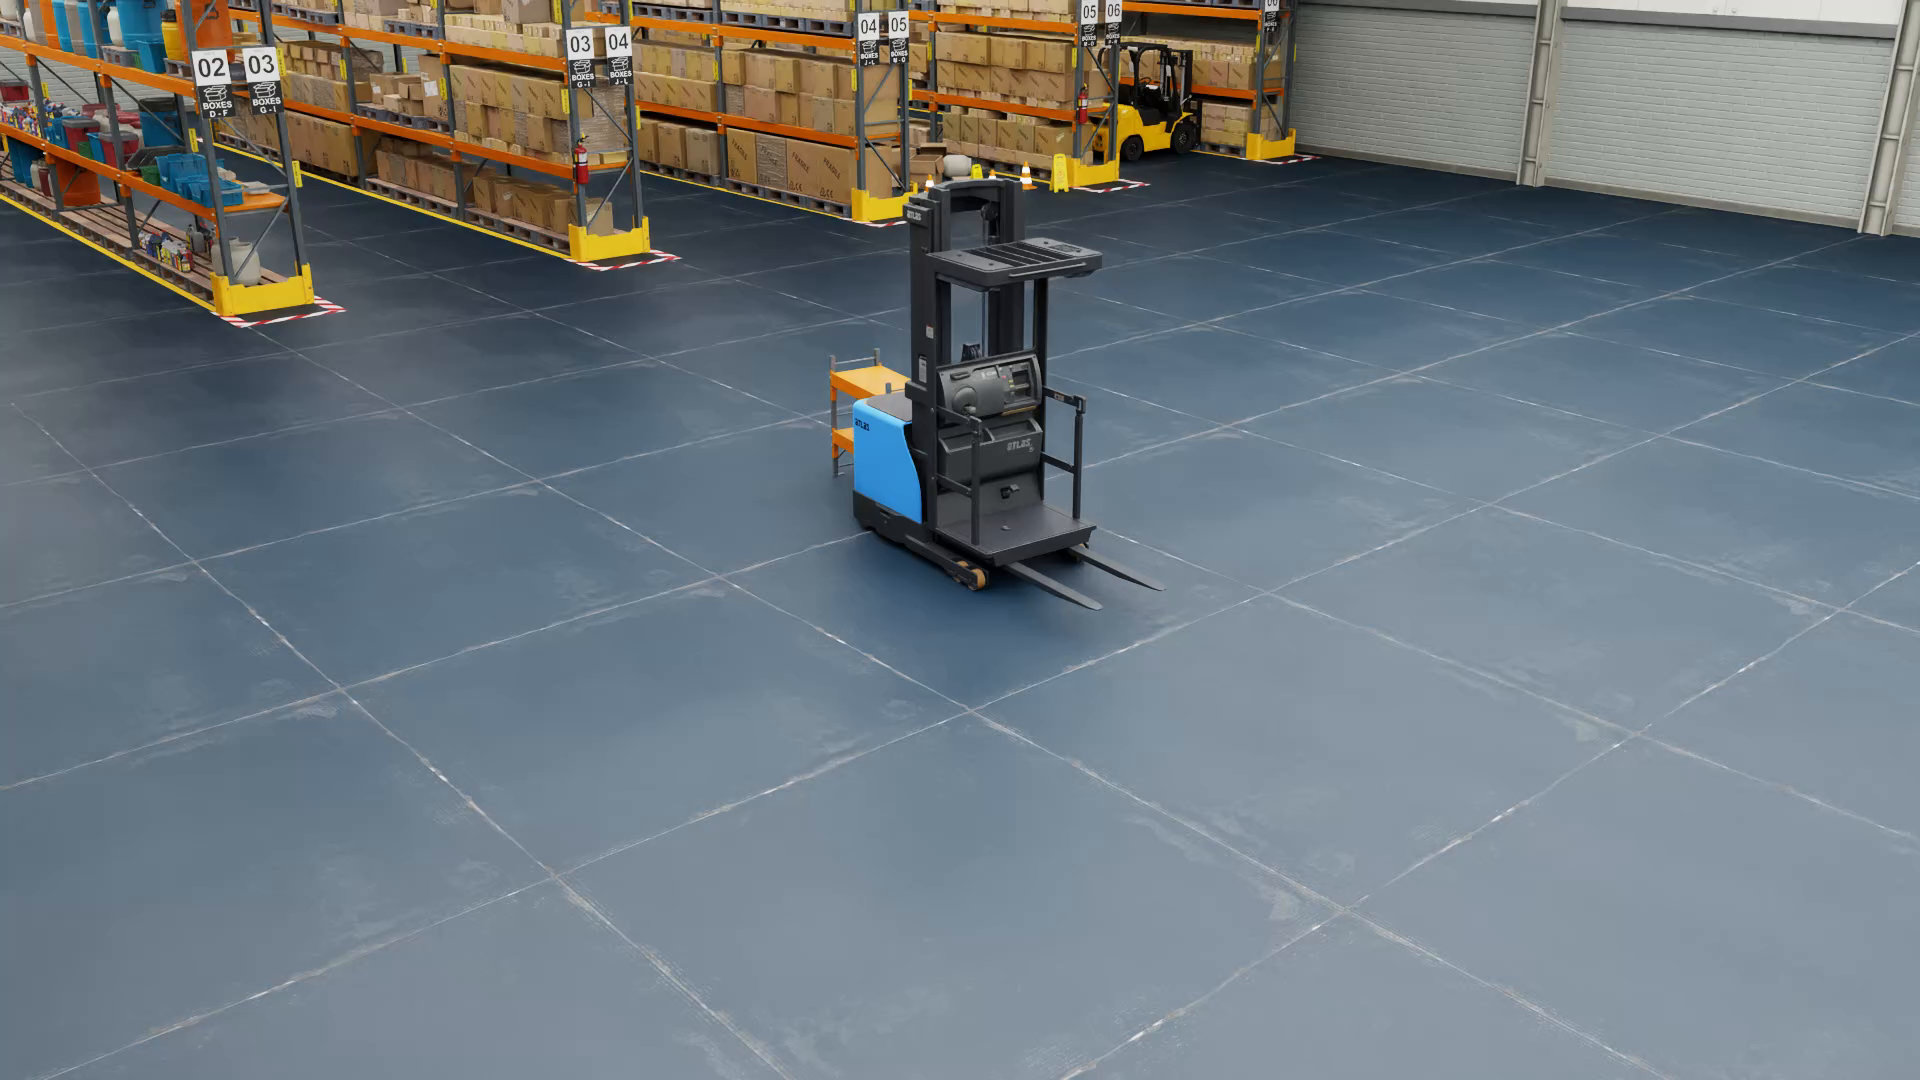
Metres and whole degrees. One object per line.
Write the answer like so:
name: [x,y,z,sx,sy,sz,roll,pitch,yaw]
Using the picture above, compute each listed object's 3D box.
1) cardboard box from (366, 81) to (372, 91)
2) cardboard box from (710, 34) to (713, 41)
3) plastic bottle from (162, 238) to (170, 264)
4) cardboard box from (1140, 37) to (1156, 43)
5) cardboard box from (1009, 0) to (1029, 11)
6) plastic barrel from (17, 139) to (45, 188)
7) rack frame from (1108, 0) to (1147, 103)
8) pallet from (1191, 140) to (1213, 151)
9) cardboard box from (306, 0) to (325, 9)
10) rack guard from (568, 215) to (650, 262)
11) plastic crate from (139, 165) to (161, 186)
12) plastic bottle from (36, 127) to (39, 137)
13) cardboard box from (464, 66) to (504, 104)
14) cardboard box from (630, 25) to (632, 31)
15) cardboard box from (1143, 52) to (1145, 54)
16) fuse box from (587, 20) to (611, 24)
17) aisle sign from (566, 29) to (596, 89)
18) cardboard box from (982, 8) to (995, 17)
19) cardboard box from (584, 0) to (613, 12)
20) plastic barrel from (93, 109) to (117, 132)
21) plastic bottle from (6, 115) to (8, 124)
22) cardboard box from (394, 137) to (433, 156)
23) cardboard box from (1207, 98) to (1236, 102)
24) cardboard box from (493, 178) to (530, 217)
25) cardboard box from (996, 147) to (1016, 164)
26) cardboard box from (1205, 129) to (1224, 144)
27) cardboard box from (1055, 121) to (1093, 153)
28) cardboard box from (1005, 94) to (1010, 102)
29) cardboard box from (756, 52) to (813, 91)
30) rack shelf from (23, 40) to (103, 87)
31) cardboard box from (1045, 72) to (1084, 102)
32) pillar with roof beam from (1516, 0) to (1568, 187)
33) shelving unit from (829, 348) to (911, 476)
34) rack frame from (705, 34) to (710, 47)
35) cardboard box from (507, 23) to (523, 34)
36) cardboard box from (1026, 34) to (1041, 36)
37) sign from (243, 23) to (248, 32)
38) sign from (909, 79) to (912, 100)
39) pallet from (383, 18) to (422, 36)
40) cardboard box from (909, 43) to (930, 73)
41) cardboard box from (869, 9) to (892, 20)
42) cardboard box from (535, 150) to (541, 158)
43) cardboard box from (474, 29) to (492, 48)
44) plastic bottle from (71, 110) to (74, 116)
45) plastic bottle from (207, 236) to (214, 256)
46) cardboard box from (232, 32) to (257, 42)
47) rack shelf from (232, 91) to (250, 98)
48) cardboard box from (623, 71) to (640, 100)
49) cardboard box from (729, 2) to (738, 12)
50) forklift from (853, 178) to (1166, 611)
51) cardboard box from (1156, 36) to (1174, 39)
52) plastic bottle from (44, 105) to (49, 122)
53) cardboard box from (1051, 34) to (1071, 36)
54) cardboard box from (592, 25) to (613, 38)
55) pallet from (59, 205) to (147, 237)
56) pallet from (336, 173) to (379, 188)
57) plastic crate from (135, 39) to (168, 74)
cardboard box: [-10.398,-8.008,29.905,0.500,0.500,0.500,-16,27,-36]
cardboard box: [-5.321,-11.548,37.574,0.500,0.500,0.500,-17,27,-37]
plastic bottle: [-10.815,-3.958,22.731,0.144,0.351,0.185,-18,27,-38]
cardboard box: [3.985,-10.408,34.736,0.380,0.149,0.250,-18,28,-38]
cardboard box: [1.235,-9.735,30.137,0.500,0.250,0.500,-17,27,-36]
plastic barrel: [-15.846,-6.557,28.638,0.600,0.901,0.708,-17,27,-37]
rack frame: [3.589,-10.199,35.636,1.000,3.000,0.127,-17,27,-37]
pallet: [4.877,-8.333,34.697,1.003,0.211,1.213,-17,27,-37]
cardboard box: [-11.370,-9.770,29.715,0.500,0.500,0.500,-16,26,-35]
rack guard: [-5.115,-4.409,24.281,1.175,0.500,0.348,-17,27,-37]
plastic crate: [-10.756,-4.937,22.492,0.450,0.188,0.662,-17,27,-37]
plastic bottle: [-14.688,-6.537,26.559,0.097,0.201,0.097,0,21,0]
cardboard box: [-7.247,-6.985,25.514,0.500,0.500,0.500,-17,27,-37]
cardboard box: [-7.904,-12.643,40.369,0.500,0.500,0.500,-18,28,-39]
cardboard box: [3.960,-10.260,34.766,0.380,0.149,0.250,-18,27,-38]
fuse box: [-10.013,-13.744,46.453,0.539,1.711,0.414,-17,27,-37]
aisle sign: [-5.252,-6.674,23.071,0.394,0.787,0.004,-17,27,-37]
cardboard box: [0.624,-9.774,30.783,0.380,0.149,0.250,-18,28,-38]
cardboard box: [-7.029,-10.455,32.041,0.500,0.500,0.500,-17,27,-37]
plastic barrel: [-13.206,-6.402,25.788,0.421,0.512,0.421,0,21,0]
plastic bottle: [-15.977,-7.083,27.952,0.097,0.201,0.097,0,21,0]
cardboard box: [-9.473,-6.830,28.831,0.500,0.250,0.500,-14,25,-32]
cardboard box: [5.383,-8.930,34.220,0.500,0.250,0.500,-18,27,-38]
cardboard box: [-7.066,-5.412,26.266,0.500,0.500,0.500,-9,23,-21]
cardboard box: [1.033,-7.274,31.362,0.500,0.250,0.500,-19,28,-39]
cardboard box: [5.337,-8.203,33.735,0.500,0.250,0.500,-17,27,-37]
cardboard box: [2.110,-7.470,30.836,0.500,0.500,0.500,-19,28,-39]
cardboard box: [1.053,-8.273,31.064,0.380,0.149,0.250,-17,27,-37]
cardboard box: [-2.942,-7.966,28.249,0.875,0.550,0.550,-17,27,-37]
rack shelf: [-12.734,-7.092,24.578,1.077,0.370,4.000,-17,27,-37]
cardboard box: [1.880,-8.180,29.938,0.500,0.500,0.500,-18,28,-38]
pillar with roof beam: [7.084,-9.611,25.910,9.100,9.000,0.400,-17,27,-37]
shelving unit: [-0.678,-1.004,14.730,0.538,1.125,1.048,-13,25,-29]
rack frame: [-5.390,-11.226,38.259,1.000,3.000,0.127,-17,27,-37]
cardboard box: [-6.326,-7.428,24.107,0.380,0.149,0.250,-19,28,-40]
cardboard box: [1.693,-11.224,37.228,0.380,0.149,0.250,-17,27,-37]
sign: [-15.089,-10.747,35.123,0.100,0.325,0.005,-17,27,-37]
sign: [-0.817,-7.275,26.876,0.100,0.325,0.005,-17,27,-37]
pallet: [-8.678,-8.448,27.310,1.213,0.211,1.003,-17,27,-37]
cardboard box: [-0.644,-9.470,32.654,0.500,0.500,0.500,-18,28,-38]
cardboard box: [-1.222,-8.397,26.555,0.380,0.149,0.250,-17,27,-37]
cardboard box: [-6.056,-5.742,24.602,0.380,0.149,0.250,-17,27,-37]
cardboard box: [-6.911,-7.514,24.873,0.500,0.250,0.500,-19,28,-39]
plastic bottle: [-14.735,-7.013,27.680,0.097,0.271,0.097,0,21,0]
plastic bottle: [-10.431,-4.095,23.173,0.061,0.283,0.133,-17,27,-37]
cardboard box: [-14.992,-10.318,34.710,0.500,0.500,0.500,-17,27,-37]
rack shelf: [-14.203,-9.085,33.778,1.077,0.370,4.000,-17,27,-37]
cardboard box: [-6.041,-8.633,31.502,0.500,0.500,0.500,-18,28,-38]
cardboard box: [-3.702,-9.079,28.295,0.380,0.149,0.250,-17,27,-37]
forklift: [0.363,-1.179,12.701,1.130,2.935,3.031,-15,26,-33]
cardboard box: [4.342,-10.520,35.023,0.380,0.149,0.250,-18,28,-38]
plastic bottle: [-15.575,-7.284,28.370,0.097,0.271,0.097,0,21,0]
cardboard box: [2.273,-11.288,37.390,0.380,0.149,0.250,-18,28,-38]
cardboard box: [-5.070,-7.195,23.514,0.380,0.149,0.250,-18,27,-38]
pallet: [-13.563,-5.061,26.343,1.003,0.211,1.213,-17,27,-37]
pallet: [-10.745,-6.699,30.525,1.003,0.211,1.213,-17,27,-37]
plastic crate: [-10.290,-6.217,21.379,0.392,0.384,0.575,-17,27,-37]
